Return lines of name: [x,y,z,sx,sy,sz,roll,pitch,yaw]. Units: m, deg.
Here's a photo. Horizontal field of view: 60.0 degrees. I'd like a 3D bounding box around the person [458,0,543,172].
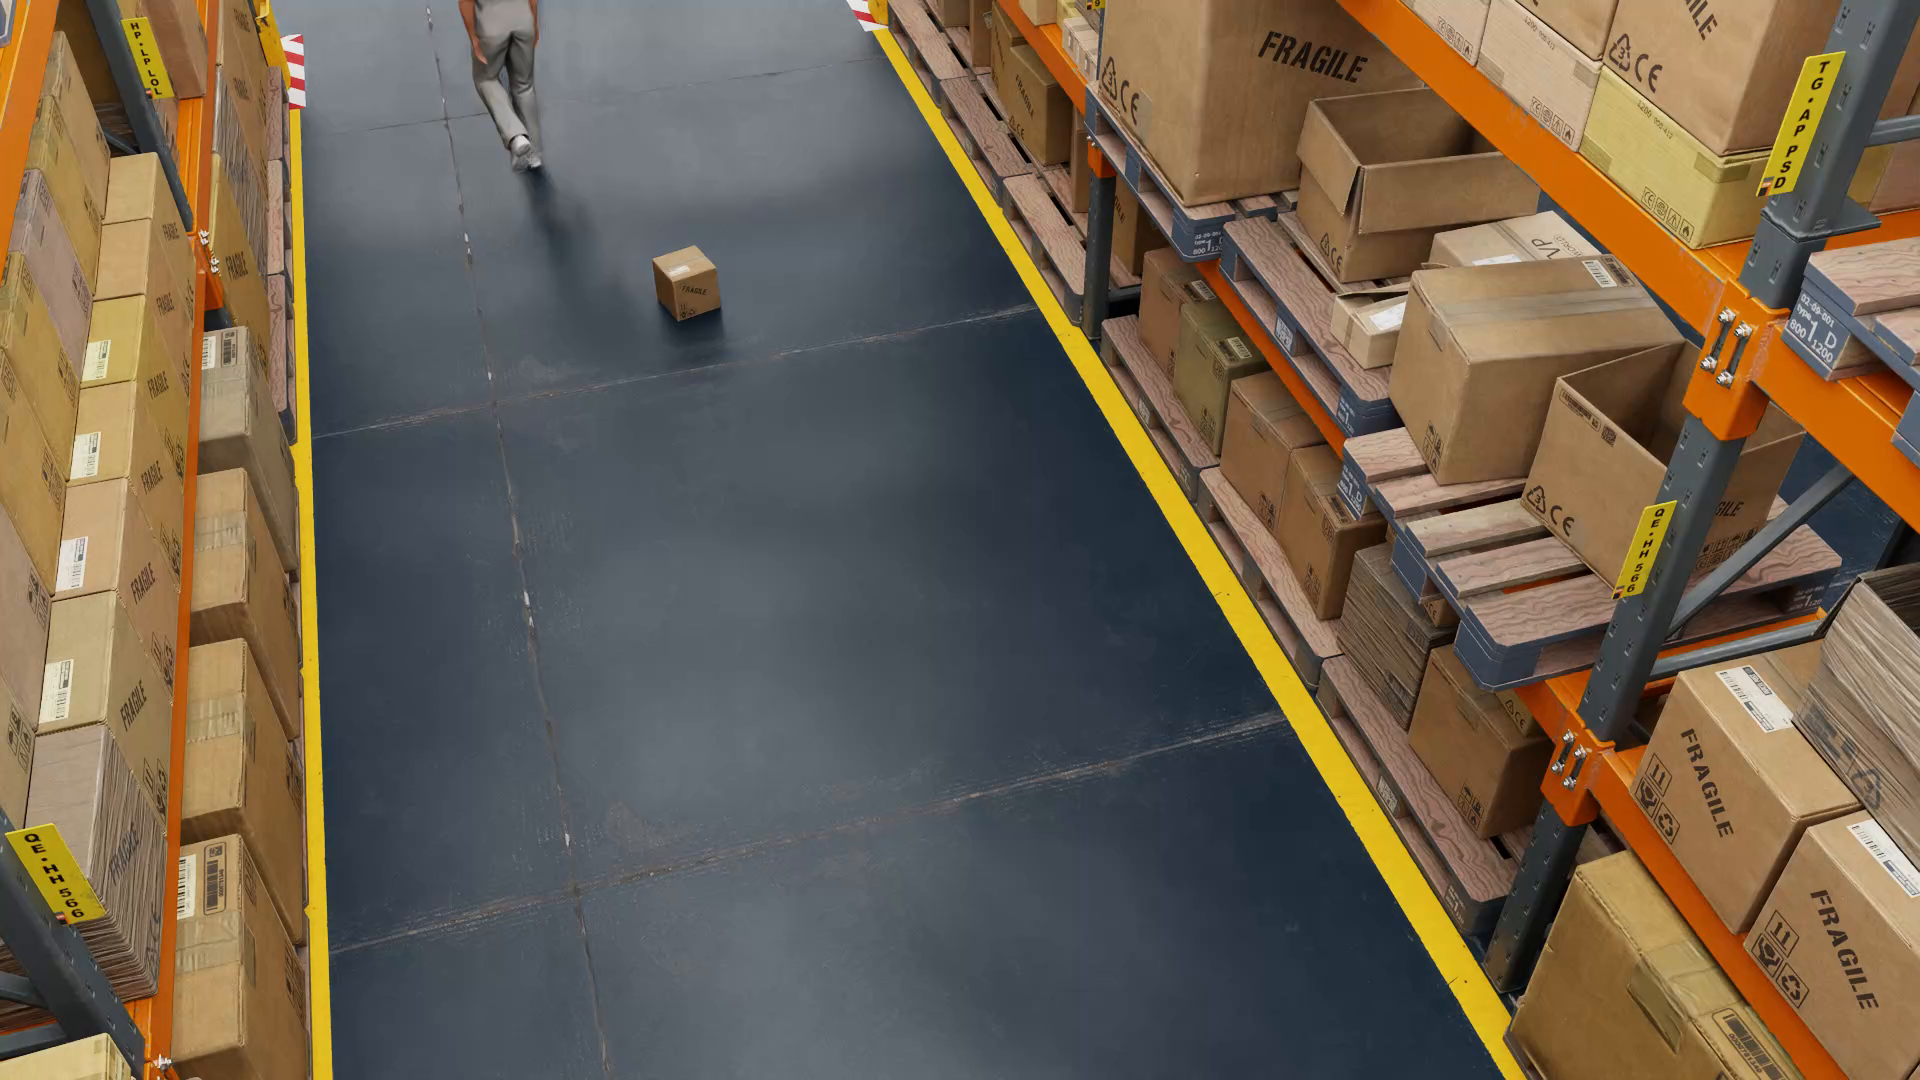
person: [-2.519,-2.807,9.217,0.444,1.648,0.541,-20,46,-20]
